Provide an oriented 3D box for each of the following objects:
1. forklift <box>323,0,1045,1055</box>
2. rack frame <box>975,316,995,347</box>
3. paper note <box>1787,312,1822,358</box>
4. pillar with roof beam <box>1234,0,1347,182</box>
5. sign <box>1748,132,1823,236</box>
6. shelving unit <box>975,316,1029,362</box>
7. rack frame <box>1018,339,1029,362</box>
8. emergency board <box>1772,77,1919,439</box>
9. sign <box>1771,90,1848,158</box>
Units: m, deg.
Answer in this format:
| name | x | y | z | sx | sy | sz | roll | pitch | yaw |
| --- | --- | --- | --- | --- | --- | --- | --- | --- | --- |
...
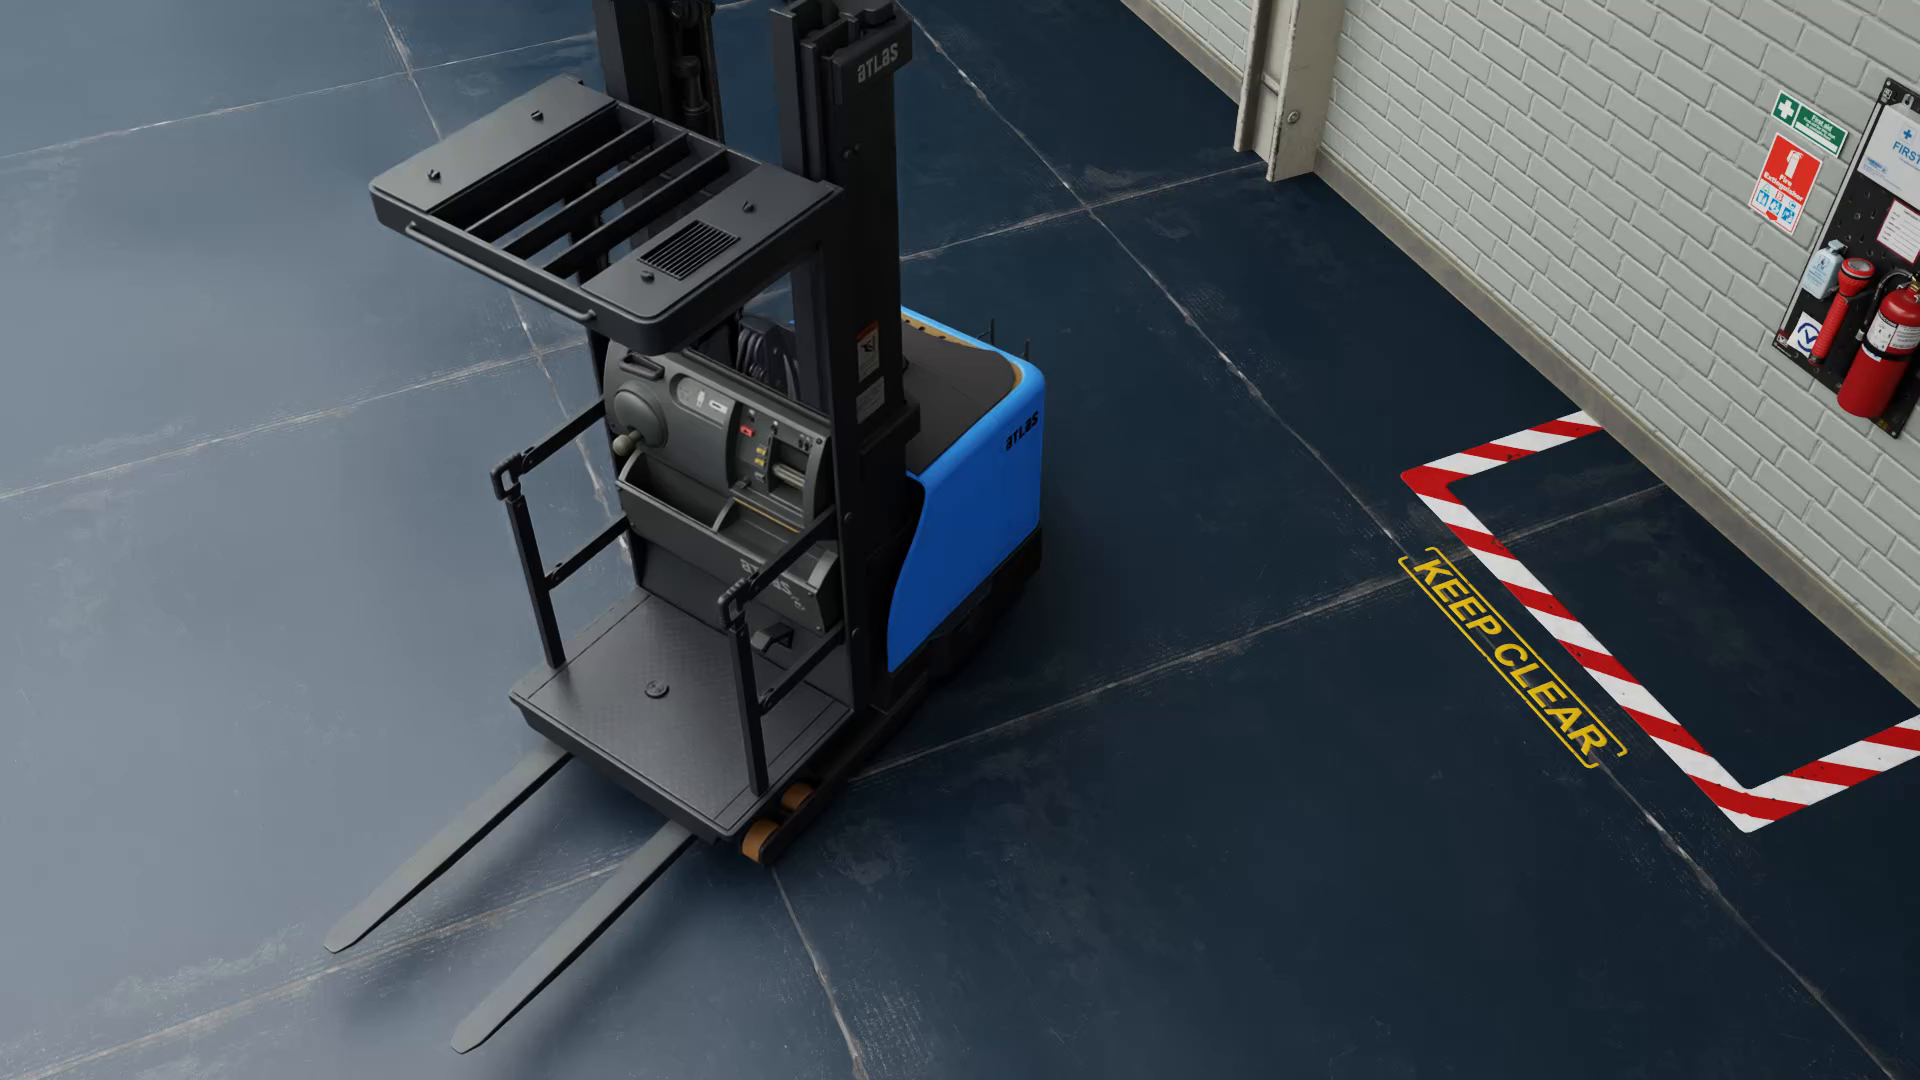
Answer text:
| name | x | y | z | sx | sy | sz | roll | pitch | yaw |
| --- | --- | --- | --- | --- | --- | --- | --- | --- | --- |
| forklift | -0.934 | -0.280 | 5.316 | 1.130 | 2.935 | 3.031 | 27 | 51 | 25 |
| rack frame | 0.050 | -0.532 | 7.017 | 0.240 | 0.900 | 0.006 | -32 | 53 | -28 |
| paper note | 3.266 | -0.779 | 6.400 | 0.016 | 0.148 | 0.142 | -18 | 47 | -17 |
| pillar with roof beam | -2.147 | -4.061 | 4.828 | 9.100 | 9.000 | 0.400 | -18 | 47 | -17 |
| sign | 3.139 | -1.355 | 6.331 | 0.001 | 0.329 | 0.234 | -18 | 47 | -17 |
| shelving unit | 0.118 | -0.479 | 6.964 | 0.258 | 0.900 | 0.210 | -32 | 53 | -28 |
| rack frame | 0.186 | -0.426 | 6.910 | 0.240 | 0.900 | 0.006 | -32 | 53 | -28 |
| emergency board | 3.278 | -0.960 | 5.956 | 0.194 | 1.169 | 0.643 | -18 | 47 | -17 |
| sign | 3.132 | -1.538 | 6.139 | 0.001 | 0.109 | 0.331 | -18 | 47 | -17 |
